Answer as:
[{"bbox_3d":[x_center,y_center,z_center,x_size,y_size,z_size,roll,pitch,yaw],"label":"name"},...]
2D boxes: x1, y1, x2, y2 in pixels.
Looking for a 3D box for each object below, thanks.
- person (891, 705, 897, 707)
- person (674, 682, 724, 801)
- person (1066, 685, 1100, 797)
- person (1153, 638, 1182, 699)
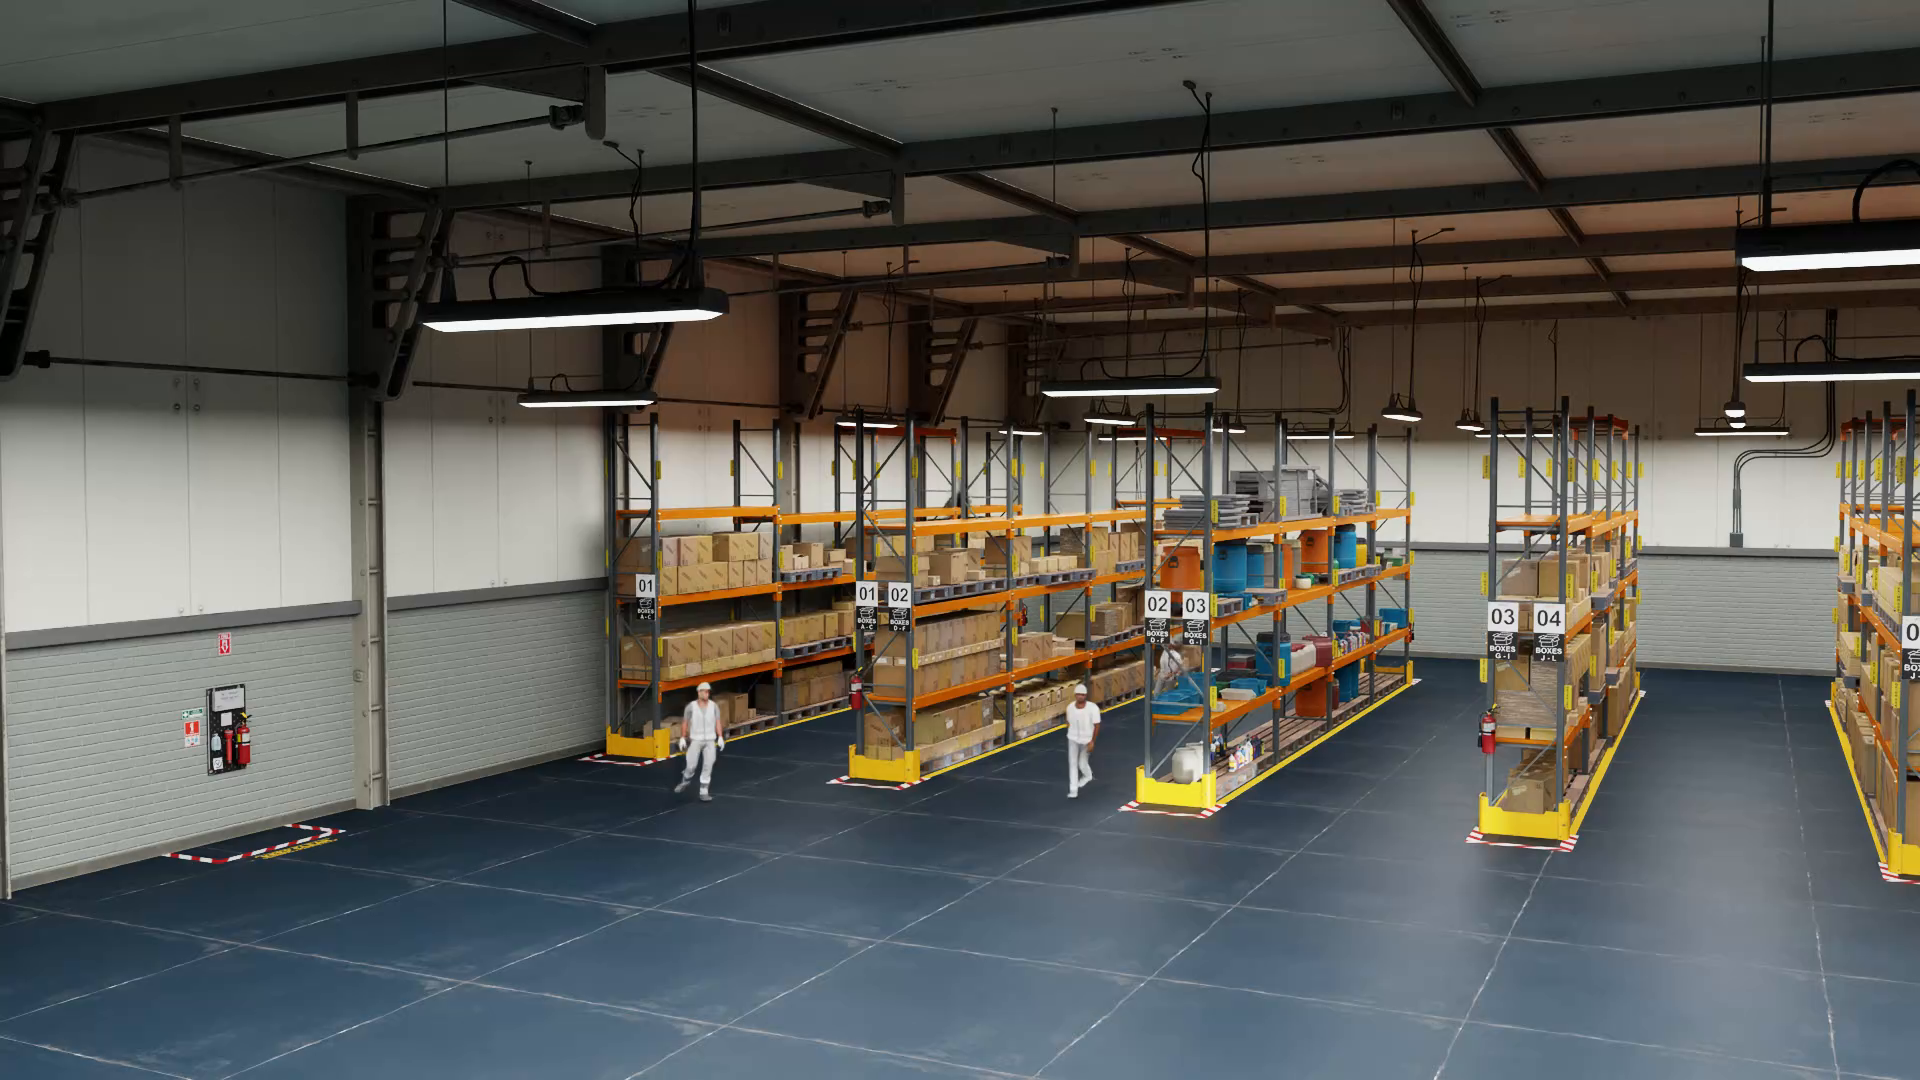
[{"bbox_3d":[-1.078,2.778,32.054,0.724,1.686,0.810,-2,3,-36],"label":"person"},{"bbox_3d":[-3.969,3.044,25.241,0.709,1.783,0.575,-1,3,-21],"label":"person"},{"bbox_3d":[1.902,3.056,25.519,0.599,1.711,0.901,1,3,22],"label":"person"},{"bbox_3d":[4.220,2.776,33.504,0.626,1.641,0.748,2,3,43],"label":"person"}]
